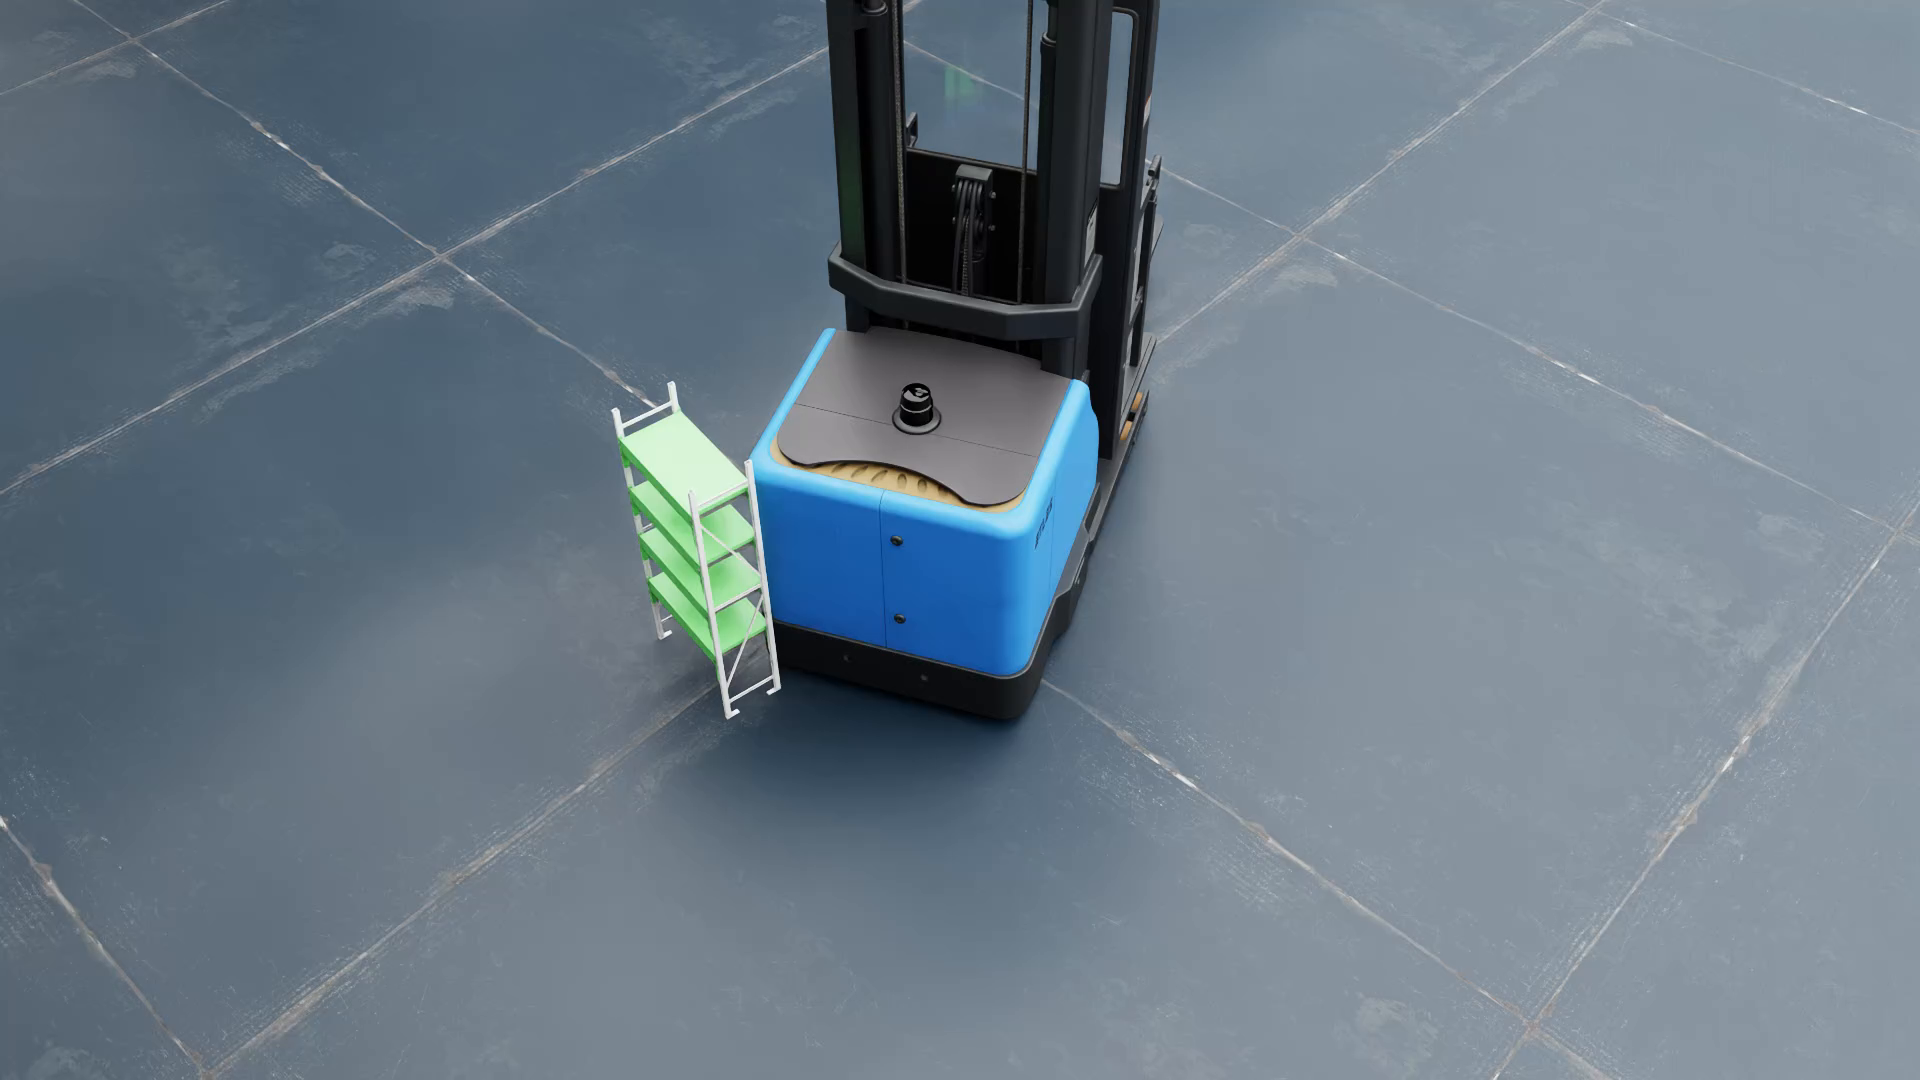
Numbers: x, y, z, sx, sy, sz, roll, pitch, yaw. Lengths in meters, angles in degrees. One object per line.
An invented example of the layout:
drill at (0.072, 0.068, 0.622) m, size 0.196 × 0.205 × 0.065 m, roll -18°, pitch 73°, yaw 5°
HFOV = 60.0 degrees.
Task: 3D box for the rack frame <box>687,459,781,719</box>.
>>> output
rack frame at (-0.781, 0.203, 5.844) m, size 0.240 × 1.200 × 0.015 m, roll -29°, pitch 53°, yaw -25°

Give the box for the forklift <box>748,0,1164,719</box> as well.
forklift at (0.193, -1.440, 6.200) m, size 1.130 × 2.935 × 3.031 m, roll 13°, pitch 48°, yaw 12°

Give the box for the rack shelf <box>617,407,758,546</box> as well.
rack shelf at (-0.930, -0.222, 5.673) m, size 0.258 × 0.148 × 0.480 m, roll -29°, pitch 53°, yaw -25°

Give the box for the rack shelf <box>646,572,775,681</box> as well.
rack shelf at (-0.930, 0.271, 6.198) m, size 0.258 × 0.148 × 0.480 m, roll -29°, pitch 53°, yaw -25°

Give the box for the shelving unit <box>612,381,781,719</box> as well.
shelving unit at (-0.930, 0.063, 5.977) m, size 0.258 × 1.200 × 0.503 m, roll -29°, pitch 53°, yaw -25°

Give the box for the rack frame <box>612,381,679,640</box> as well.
rack frame at (-1.080, -0.078, 6.109) m, size 0.240 × 1.200 × 0.015 m, roll -29°, pitch 53°, yaw -25°

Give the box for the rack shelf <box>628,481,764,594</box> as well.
rack shelf at (-0.930, -0.058, 5.848) m, size 0.258 × 0.148 × 0.480 m, roll -29°, pitch 53°, yaw -25°

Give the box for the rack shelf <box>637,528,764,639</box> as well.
rack shelf at (-0.930, 0.107, 6.023) m, size 0.258 × 0.148 × 0.480 m, roll -29°, pitch 53°, yaw -25°
